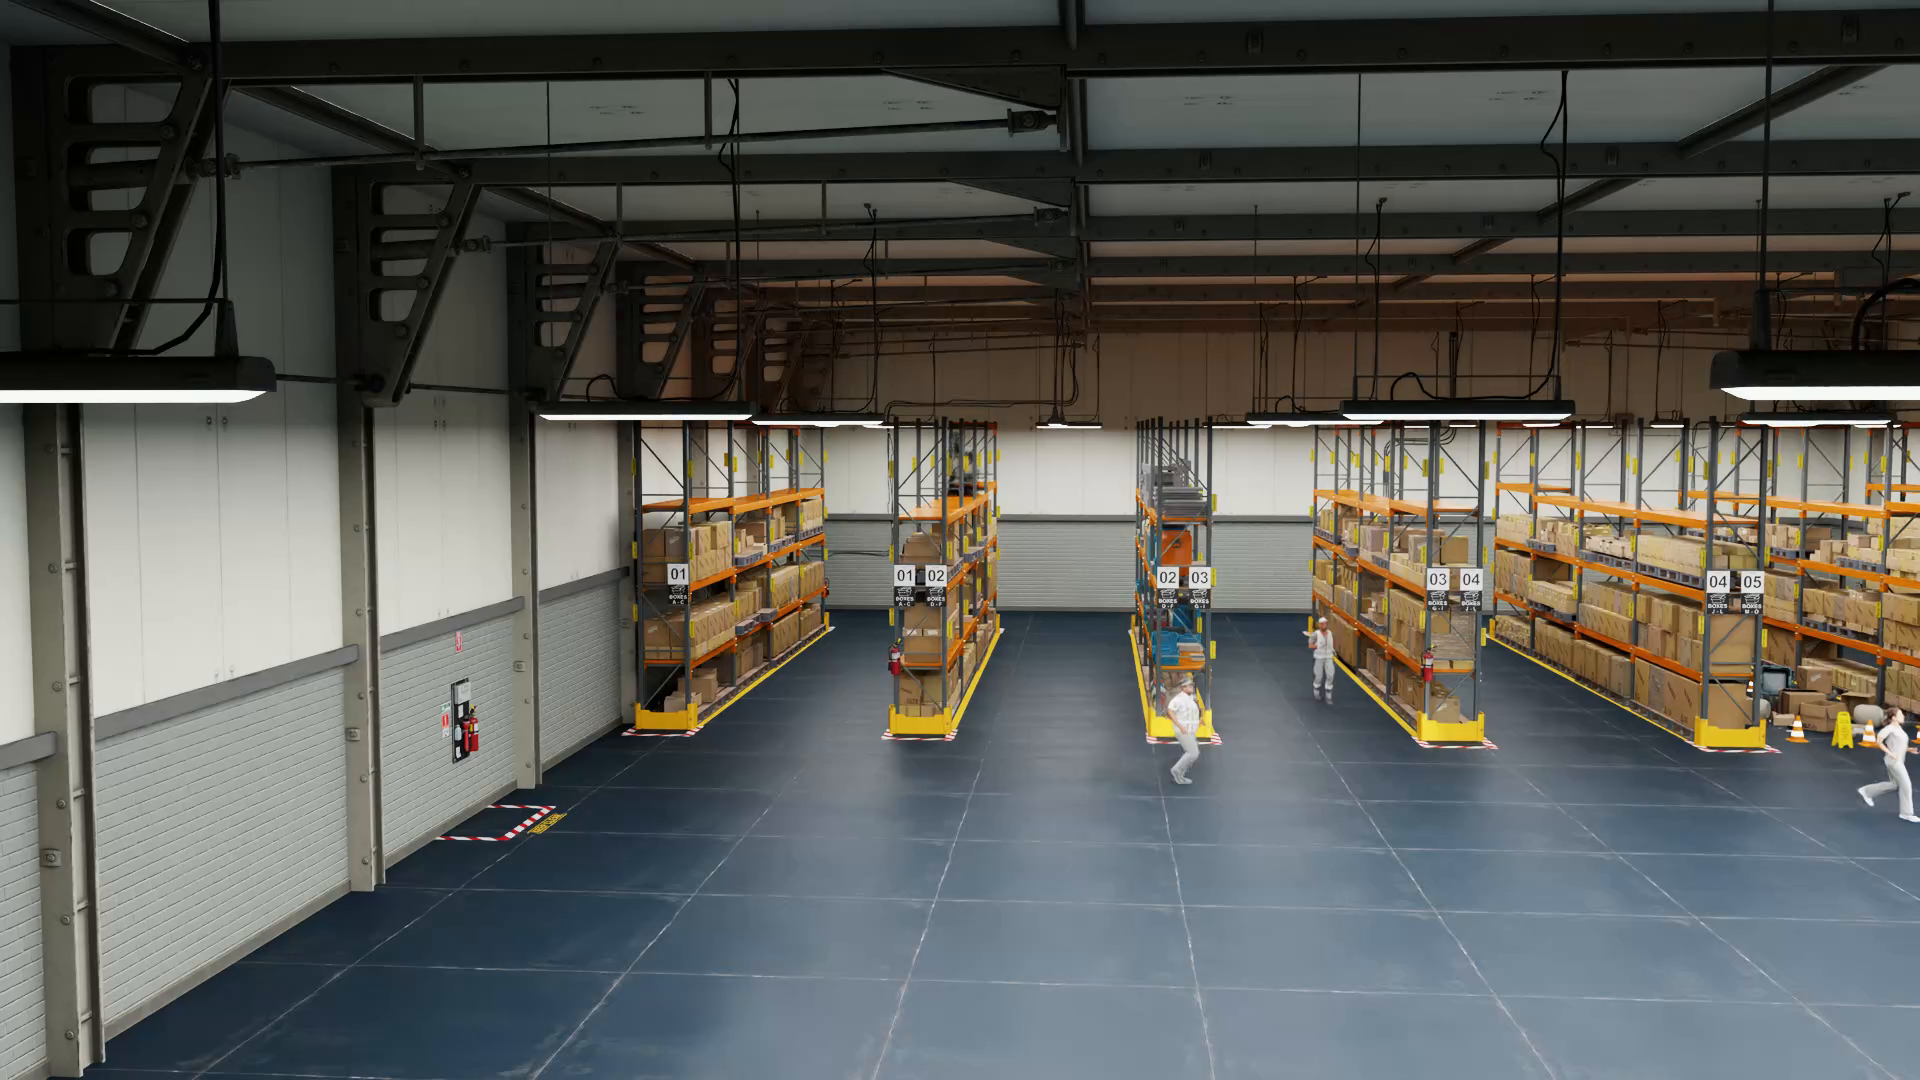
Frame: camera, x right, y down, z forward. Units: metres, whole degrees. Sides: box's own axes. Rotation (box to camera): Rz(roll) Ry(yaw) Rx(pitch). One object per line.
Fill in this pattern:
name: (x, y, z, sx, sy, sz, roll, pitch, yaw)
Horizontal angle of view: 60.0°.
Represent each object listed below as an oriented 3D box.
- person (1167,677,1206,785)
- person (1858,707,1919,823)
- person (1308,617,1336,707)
person: (3.701, 3.097, 26.932, 0.541, 1.781, 0.641, 2, 4, 28)
person: (13.782, 3.295, 24.607, 0.879, 1.669, 0.567, 3, 5, 42)
person: (7.622, 2.538, 34.936, 0.638, 1.840, 0.774, 0, 4, -3)
